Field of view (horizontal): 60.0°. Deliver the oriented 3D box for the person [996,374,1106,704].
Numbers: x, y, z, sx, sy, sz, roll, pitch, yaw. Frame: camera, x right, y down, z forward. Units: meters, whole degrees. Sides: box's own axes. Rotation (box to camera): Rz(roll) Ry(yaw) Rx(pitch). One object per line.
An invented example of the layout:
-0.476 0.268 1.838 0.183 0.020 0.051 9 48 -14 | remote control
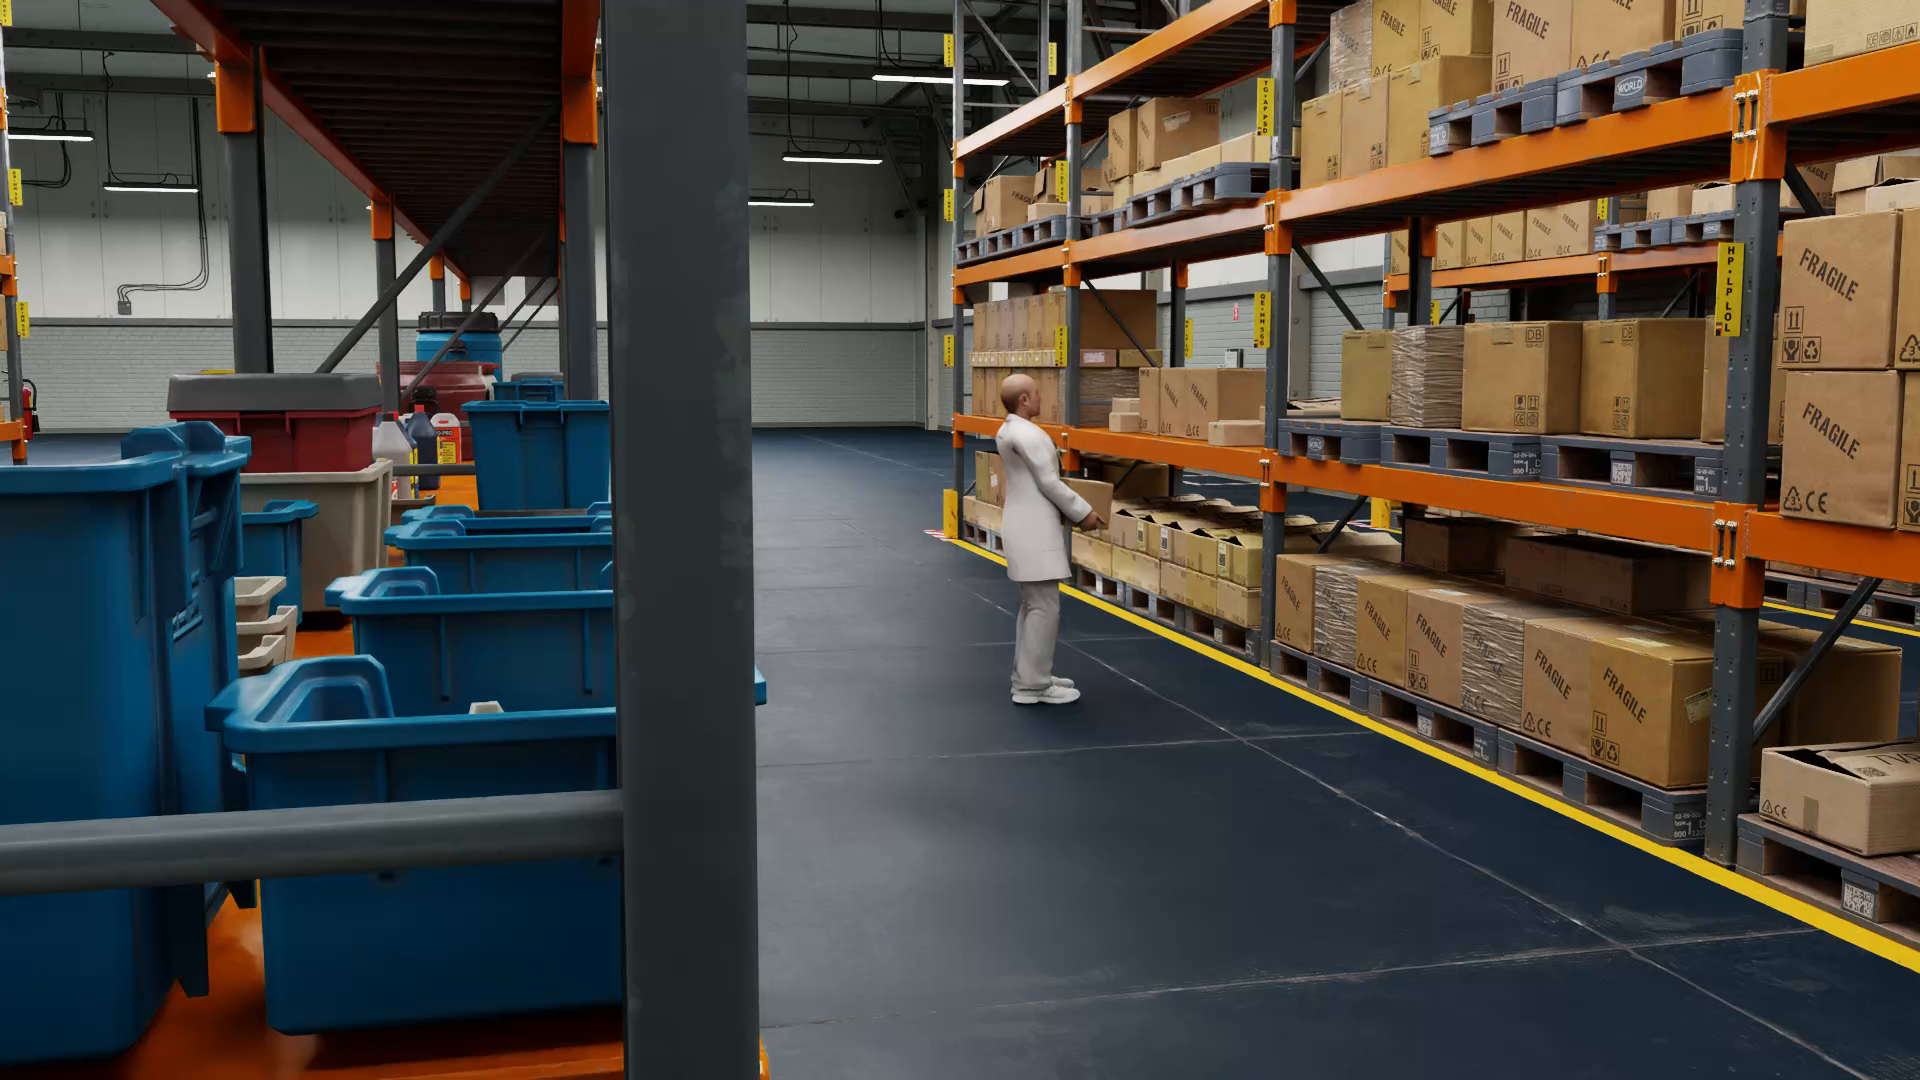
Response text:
0.486 -0.015 9.059 0.555 1.770 0.530 -1 6 -13 | person
